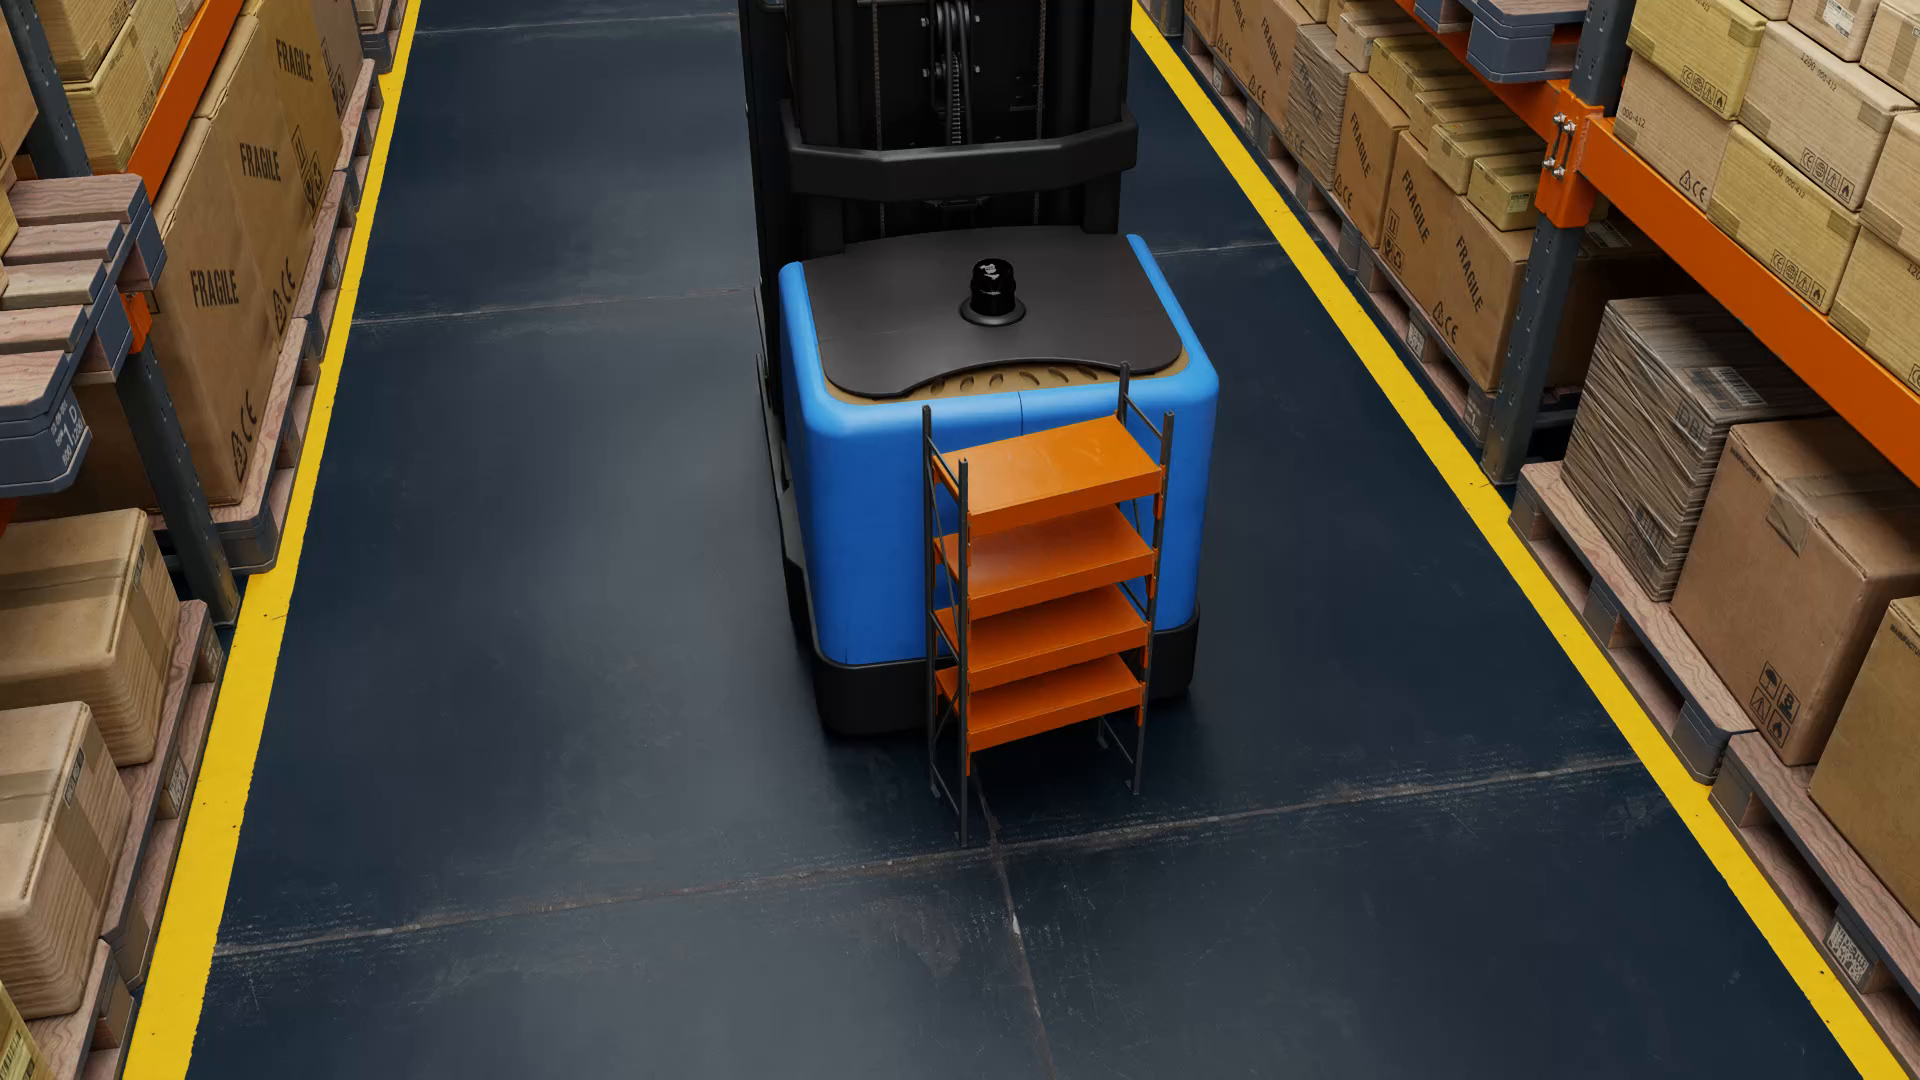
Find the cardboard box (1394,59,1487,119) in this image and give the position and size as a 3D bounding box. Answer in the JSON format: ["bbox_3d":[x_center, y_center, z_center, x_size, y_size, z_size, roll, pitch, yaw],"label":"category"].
[{"bbox_3d":[1.821,-1.642,6.084,0.380,0.149,0.250,-5,38,-7],"label":"cardboard box"}]

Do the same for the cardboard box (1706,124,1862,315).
[{"bbox_3d":[2.160,-0.788,3.942,0.500,0.250,0.500,-7,38,-9],"label":"cardboard box"}]

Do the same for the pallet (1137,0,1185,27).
[{"bbox_3d":[1.418,-3.176,9.166,1.003,0.211,1.213,-6,38,-8],"label":"pallet"}]

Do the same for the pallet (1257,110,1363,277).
[{"bbox_3d":[1.935,-1.535,7.054,1.003,0.211,1.213,-6,38,-8],"label":"pallet"}]

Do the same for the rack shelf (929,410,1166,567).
[{"bbox_3d":[0.193,-0.123,3.790,0.480,0.148,0.258,-14,40,-17],"label":"rack shelf"}]

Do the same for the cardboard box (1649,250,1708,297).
[{"bbox_3d":[2.441,-0.909,5.671,0.500,0.500,0.500,-5,38,-6],"label":"cardboard box"}]

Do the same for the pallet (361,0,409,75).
[{"bbox_3d":[-3.405,-2.692,8.543,1.003,0.211,1.213,-6,38,-8],"label":"pallet"}]

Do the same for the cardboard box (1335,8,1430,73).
[{"bbox_3d":[1.698,-1.956,6.489,0.380,0.149,0.250,-8,39,-10],"label":"cardboard box"}]

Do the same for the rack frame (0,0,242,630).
[{"bbox_3d":[-2.647,-0.910,3.976,1.000,3.000,0.127,-6,38,-8],"label":"rack frame"}]

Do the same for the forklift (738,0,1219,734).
[{"bbox_3d":[-0.107,-1.538,4.841,1.130,2.935,3.031,-6,38,-8],"label":"forklift"}]

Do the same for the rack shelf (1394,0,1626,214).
[{"bbox_3d":[1.889,-2.370,6.442,1.077,0.370,4.000,-6,38,-8],"label":"rack shelf"}]

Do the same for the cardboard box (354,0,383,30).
[{"bbox_3d":[-3.353,-2.871,8.246,0.875,0.438,0.875,-7,38,-9],"label":"cardboard box"}]

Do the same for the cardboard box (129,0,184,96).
[{"bbox_3d":[-2.592,-1.481,4.834,0.500,0.250,0.500,-7,38,-9],"label":"cardboard box"}]

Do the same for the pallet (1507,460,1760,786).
[{"bbox_3d":[2.345,0.157,4.876,1.003,0.211,1.213,-6,38,-8],"label":"pallet"}]

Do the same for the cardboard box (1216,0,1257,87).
[{"bbox_3d":[1.504,-2.404,7.594,0.500,0.500,0.500,-7,38,-9],"label":"cardboard box"}]

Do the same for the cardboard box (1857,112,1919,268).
[{"bbox_3d":[2.237,-0.669,3.381,0.500,0.250,0.500,-7,38,-9],"label":"cardboard box"}]

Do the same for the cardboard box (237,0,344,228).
[{"bbox_3d":[-2.995,-1.742,6.437,0.875,0.875,0.875,-5,38,-7],"label":"cardboard box"}]

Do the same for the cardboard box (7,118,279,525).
[{"bbox_3d":[-2.686,-0.663,5.048,0.875,0.875,0.875,-7,38,-8],"label":"cardboard box"}]

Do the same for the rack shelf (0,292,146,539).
[{"bbox_3d":[-2.296,0.582,2.642,1.077,0.370,4.000,-6,38,-8],"label":"rack shelf"}]

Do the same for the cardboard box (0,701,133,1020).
[{"bbox_3d":[-2.420,0.749,3.640,0.950,0.372,0.625,-7,38,-9],"label":"cardboard box"}]

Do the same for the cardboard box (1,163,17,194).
[{"bbox_3d":[-2.358,-0.804,3.702,0.380,0.149,0.250,-5,38,-6],"label":"cardboard box"}]

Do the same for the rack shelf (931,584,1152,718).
[{"bbox_3d":[0.193,0.240,4.072,0.480,0.148,0.258,-14,40,-17],"label":"rack shelf"}]

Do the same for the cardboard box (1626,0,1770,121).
[{"bbox_3d":[2.052,-1.287,4.177,0.500,0.250,0.500,-6,38,-8],"label":"cardboard box"}]

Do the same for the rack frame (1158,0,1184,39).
[{"bbox_3d":[1.538,-3.862,7.776,1.000,3.000,0.127,-6,38,-8],"label":"rack frame"}]

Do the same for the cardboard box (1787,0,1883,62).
[{"bbox_3d":[2.123,-1.204,3.744,0.380,0.149,0.250,-5,38,-7],"label":"cardboard box"}]

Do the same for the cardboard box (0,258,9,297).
[{"bbox_3d":[-2.151,-0.502,3.314,0.380,0.149,0.250,-7,38,-8],"label":"cardboard box"}]

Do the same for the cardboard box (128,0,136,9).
[{"bbox_3d":[-2.582,-1.693,4.699,0.500,0.250,0.500,-5,38,-7],"label":"cardboard box"}]

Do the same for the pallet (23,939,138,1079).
[{"bbox_3d":[-2.301,1.399,3.277,1.003,0.211,1.213,-6,38,-8],"label":"pallet"}]

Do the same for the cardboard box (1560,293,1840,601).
[{"bbox_3d":[2.335,-0.296,4.779,0.875,0.625,0.625,-5,38,-7],"label":"cardboard box"}]

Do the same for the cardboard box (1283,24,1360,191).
[{"bbox_3d":[1.672,-1.788,6.802,0.500,0.500,0.500,-8,38,-10],"label":"cardboard box"}]

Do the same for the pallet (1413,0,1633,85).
[{"bbox_3d":[2.051,-1.772,5.242,1.213,0.211,1.003,-6,38,-8],"label":"pallet"}]

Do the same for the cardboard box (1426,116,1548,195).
[{"bbox_3d":[1.825,-1.313,5.662,0.380,0.149,0.250,-8,39,-10],"label":"cardboard box"}]

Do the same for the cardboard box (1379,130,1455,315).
[{"bbox_3d":[1.876,-1.160,5.994,0.500,0.500,0.500,-7,38,-9],"label":"cardboard box"}]

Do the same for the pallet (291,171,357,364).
[{"bbox_3d":[-2.922,-1.028,6.401,1.003,0.211,1.213,-6,38,-8],"label":"pallet"}]

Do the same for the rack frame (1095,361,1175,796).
[{"bbox_3d":[0.420,0.132,4.102,0.015,1.200,0.240,-14,40,-17],"label":"rack frame"}]

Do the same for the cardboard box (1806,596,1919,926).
[{"bbox_3d":[2.576,0.505,3.749,0.875,0.625,0.625,-8,39,-10],"label":"cardboard box"}]

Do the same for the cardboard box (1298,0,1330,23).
[{"bbox_3d":[1.629,-2.270,6.893,0.380,0.149,0.250,-5,38,-6],"label":"cardboard box"}]

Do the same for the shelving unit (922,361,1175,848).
[{"bbox_3d":[0.193,0.187,4.031,0.503,1.200,0.258,-14,40,-17],"label":"shelving unit"}]
